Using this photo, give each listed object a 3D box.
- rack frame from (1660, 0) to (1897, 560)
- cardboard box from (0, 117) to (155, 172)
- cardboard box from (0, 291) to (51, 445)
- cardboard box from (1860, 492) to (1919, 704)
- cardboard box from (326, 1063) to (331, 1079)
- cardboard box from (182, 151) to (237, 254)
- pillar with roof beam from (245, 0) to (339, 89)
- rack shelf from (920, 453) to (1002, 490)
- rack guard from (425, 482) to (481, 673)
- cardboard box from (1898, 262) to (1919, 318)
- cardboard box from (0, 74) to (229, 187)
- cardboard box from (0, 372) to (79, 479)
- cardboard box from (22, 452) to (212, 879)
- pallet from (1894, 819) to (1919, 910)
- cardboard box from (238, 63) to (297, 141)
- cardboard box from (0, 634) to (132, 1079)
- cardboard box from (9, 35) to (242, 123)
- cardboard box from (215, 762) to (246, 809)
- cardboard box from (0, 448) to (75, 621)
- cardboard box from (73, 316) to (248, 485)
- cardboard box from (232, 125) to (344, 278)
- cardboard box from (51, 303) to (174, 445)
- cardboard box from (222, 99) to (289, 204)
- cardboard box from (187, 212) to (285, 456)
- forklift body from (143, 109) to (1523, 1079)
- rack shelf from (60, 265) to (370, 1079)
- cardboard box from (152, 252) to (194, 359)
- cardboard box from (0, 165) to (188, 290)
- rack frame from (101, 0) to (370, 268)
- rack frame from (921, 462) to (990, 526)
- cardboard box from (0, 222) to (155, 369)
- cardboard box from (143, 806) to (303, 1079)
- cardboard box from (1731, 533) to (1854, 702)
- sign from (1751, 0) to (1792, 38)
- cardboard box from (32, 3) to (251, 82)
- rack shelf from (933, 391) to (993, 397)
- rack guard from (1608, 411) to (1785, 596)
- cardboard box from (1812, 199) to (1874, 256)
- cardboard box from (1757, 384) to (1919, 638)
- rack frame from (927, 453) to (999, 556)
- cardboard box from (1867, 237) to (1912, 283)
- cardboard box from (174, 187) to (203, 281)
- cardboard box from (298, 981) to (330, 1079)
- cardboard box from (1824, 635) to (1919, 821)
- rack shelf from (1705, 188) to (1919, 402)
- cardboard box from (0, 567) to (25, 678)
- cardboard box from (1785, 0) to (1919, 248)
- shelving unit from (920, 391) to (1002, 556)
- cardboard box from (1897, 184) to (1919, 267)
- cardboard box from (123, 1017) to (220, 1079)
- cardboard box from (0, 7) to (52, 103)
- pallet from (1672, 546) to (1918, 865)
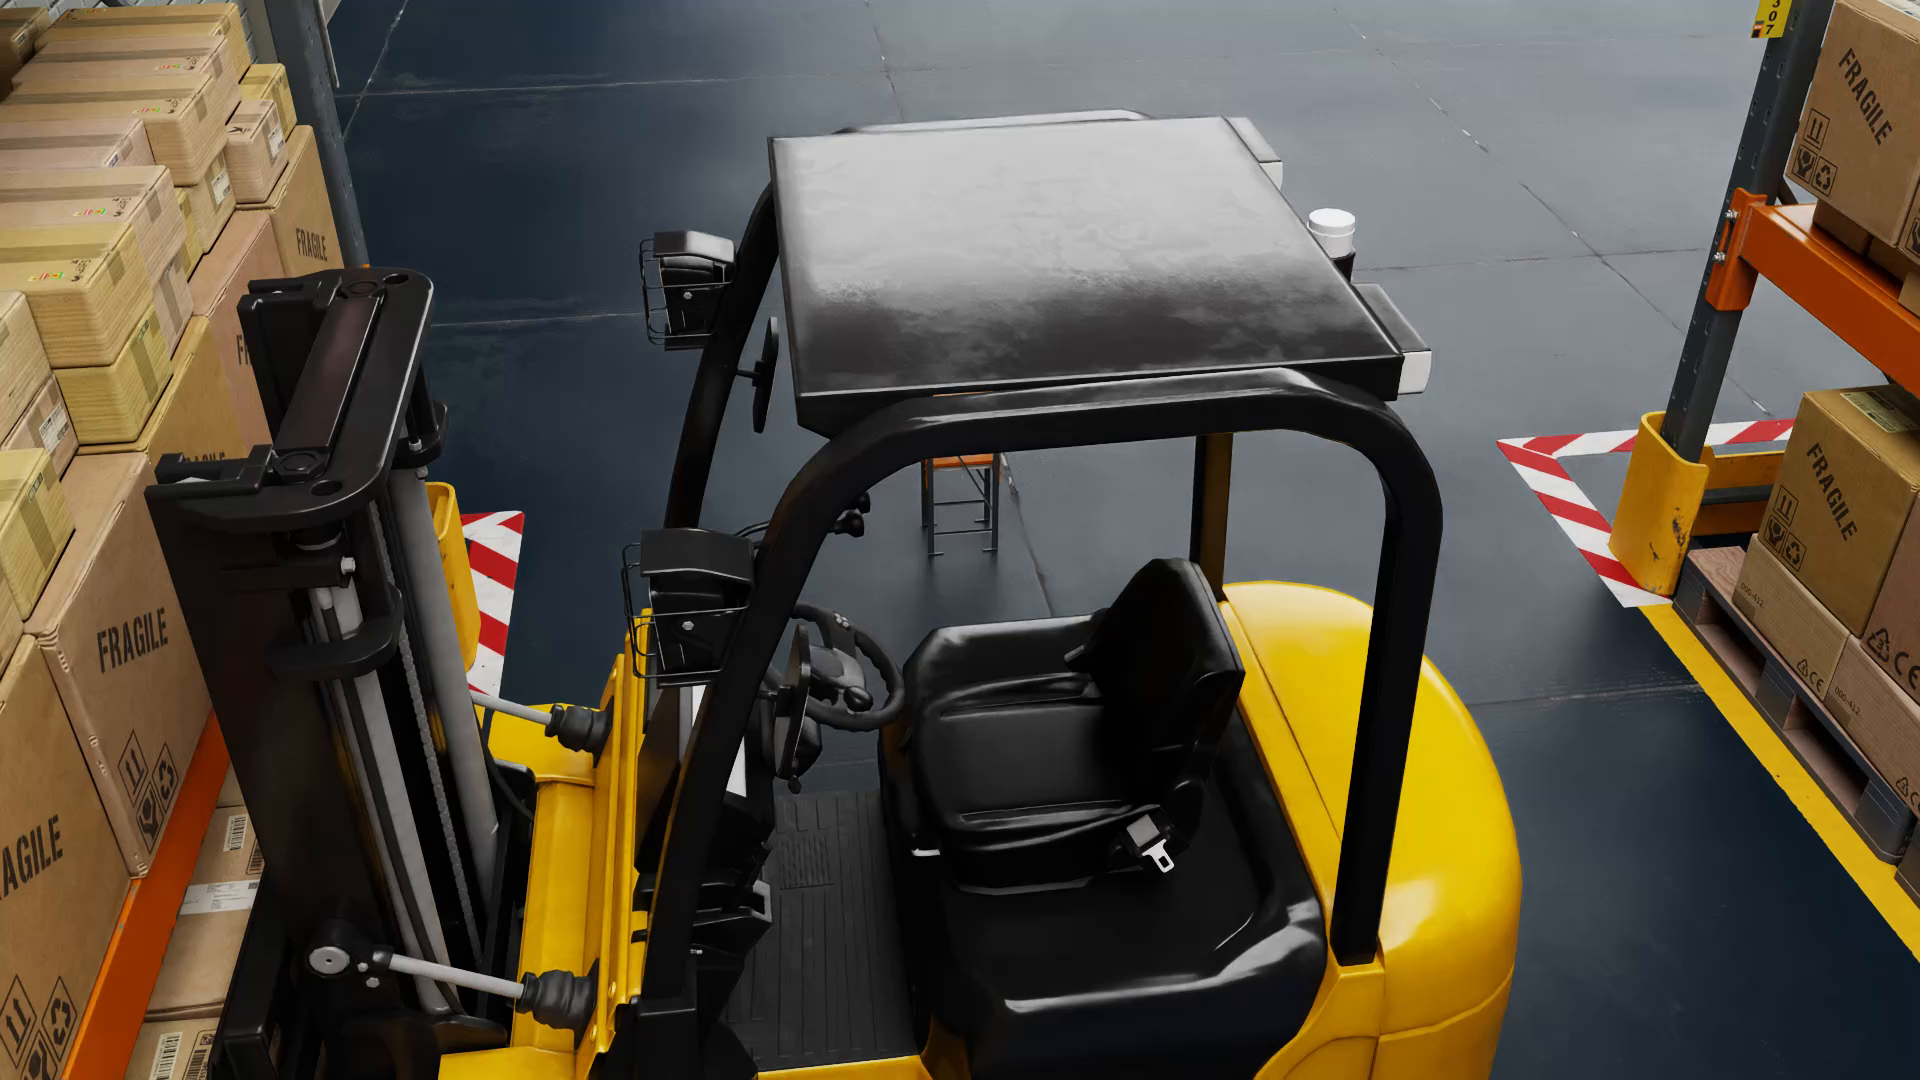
[{"bbox_3d":[2.812,-1.234,4.897,1.000,3.000,0.127,-4,35,-6],"label":"rack frame"},{"bbox_3d":[-1.763,-0.681,3.156,0.380,0.149,0.250,-4,34,-6],"label":"cardboard box"},{"bbox_3d":[-1.637,-0.249,2.523,0.380,0.149,0.250,-4,34,-6],"label":"cardboard box"},{"bbox_3d":[2.725,0.195,4.204,0.500,0.500,0.500,-6,35,-8],"label":"cardboard box"},{"bbox_3d":[-1.522,1.191,3.407,0.500,0.250,0.500,-3,34,-5],"label":"cardboard box"},{"bbox_3d":[-1.744,-0.703,3.454,0.380,0.149,0.250,-4,34,-5],"label":"cardboard box"},{"bbox_3d":[0.553,-6.552,7.374,9.100,9.000,0.400,-4,35,-6],"label":"pillar with roof beam"},{"bbox_3d":[-0.002,-0.269,5.584,0.258,0.103,0.180,-4,35,-6],"label":"rack shelf"},{"bbox_3d":[-2.109,0.164,5.066,1.175,0.500,0.348,-4,35,-6],"label":"rack guard"},{"bbox_3d":[2.656,-0.631,4.235,0.380,0.149,0.250,-5,35,-8],"label":"cardboard box"},{"bbox_3d":[-1.723,-0.825,3.368,0.380,0.149,0.250,-4,34,-5],"label":"cardboard box"},{"bbox_3d":[-1.641,-0.133,2.617,0.380,0.149,0.250,-5,35,-7],"label":"cardboard box"},{"bbox_3d":[-1.571,0.213,2.685,0.500,0.500,0.500,-4,34,-6],"label":"cardboard box"},{"bbox_3d":[3.057,1.096,3.954,1.003,0.211,1.213,-4,35,-6],"label":"pallet"},{"bbox_3d":[-1.782,-0.993,3.879,0.380,0.149,0.250,-4,34,-6],"label":"cardboard box"},{"bbox_3d":[-1.525,0.496,2.270,0.500,0.500,0.500,-5,35,-7],"label":"cardboard box"},{"bbox_3d":[-1.785,-0.969,3.579,0.380,0.149,0.250,-4,35,-6],"label":"cardboard box"},{"bbox_3d":[-1.583,0.492,3.545,0.500,0.250,0.500,-4,34,-6],"label":"cardboard box"},{"bbox_3d":[-1.539,0.005,2.415,0.380,0.149,0.250,-5,35,-7],"label":"cardboard box"},{"bbox_3d":[-1.650,-0.066,3.095,0.500,0.500,0.500,-5,35,-7],"label":"cardboard box"},{"bbox_3d":[-1.780,-0.643,3.940,0.500,0.500,0.500,-5,35,-7],"label":"cardboard box"},{"bbox_3d":[-1.585,-0.279,2.831,0.380,0.149,0.250,-4,34,-6],"label":"cardboard box"},{"bbox_3d":[-1.718,-0.853,3.673,0.380,0.149,0.250,-4,34,-6],"label":"cardboard box"},{"bbox_3d":[-1.719,-0.352,3.515,0.500,0.500,0.500,-3,34,-5],"label":"cardboard box"},{"bbox_3d":[-0.043,0.415,3.231,2.313,2.155,1.214,-4,35,-6],"label":"forklift body"},{"bbox_3d":[-1.837,0.557,2.907,1.077,0.370,4.000,-4,35,-6],"label":"rack shelf"},{"bbox_3d":[-1.639,-0.419,3.036,0.380,0.149,0.250,-5,35,-8],"label":"cardboard box"},{"bbox_3d":[-1.618,-0.544,2.955,0.380,0.149,0.250,-4,34,-5],"label":"cardboard box"},{"bbox_3d":[-2.106,-0.856,4.342,1.000,3.000,0.127,-4,35,-6],"label":"rack frame"},{"bbox_3d":[-0.014,-0.555,5.499,0.240,1.200,0.006,-4,35,-6],"label":"rack frame"},{"bbox_3d":[-1.578,-0.400,2.744,0.380,0.149,0.250,-4,34,-5],"label":"cardboard box"},{"bbox_3d":[-1.522,0.776,3.129,0.500,0.250,0.500,-5,35,-7],"label":"cardboard box"},{"bbox_3d":[2.646,0.200,4.862,0.500,0.250,0.500,-5,35,-7],"label":"cardboard box"},{"bbox_3d":[2.274,-1.551,4.593,0.100,0.325,0.005,-4,35,-6],"label":"sign"},{"bbox_3d":[-1.849,-1.104,3.778,0.380,0.149,0.250,-4,35,-6],"label":"cardboard box"},{"bbox_3d":[-0.002,-0.467,5.449,0.258,0.103,0.180,-4,35,-6],"label":"rack shelf"},{"bbox_3d":[2.822,-0.159,5.539,1.175,0.500,0.348,-4,35,-6],"label":"rack guard"},{"bbox_3d":[2.653,-0.925,4.667,0.380,0.149,0.250,-4,35,-6],"label":"cardboard box"},{"bbox_3d":[2.650,-0.097,4.631,0.500,0.500,0.500,-5,35,-8],"label":"cardboard box"},{"bbox_3d":[0.010,-0.453,5.349,0.240,1.200,0.006,-4,35,-6],"label":"rack frame"},{"bbox_3d":[2.701,-0.785,4.461,0.380,0.149,0.250,-4,34,-6],"label":"cardboard box"},{"bbox_3d":[-1.722,-0.564,3.249,0.380,0.149,0.250,-5,35,-7],"label":"cardboard box"},{"bbox_3d":[-1.520,0.995,3.251,0.500,0.250,0.500,-4,35,-7],"label":"cardboard box"},{"bbox_3d":[2.708,0.485,4.443,0.500,0.250,0.500,-3,34,-5],"label":"cardboard box"},{"bbox_3d":[3.081,0.179,3.462,1.077,0.370,4.000,-4,35,-6],"label":"rack shelf"},{"bbox_3d":[-1.494,0.153,2.198,0.380,0.149,0.250,-5,35,-8],"label":"cardboard box"},{"bbox_3d":[2.601,-1.113,4.366,0.500,0.500,0.500,-5,35,-7],"label":"cardboard box"},{"bbox_3d":[-0.002,-0.504,5.424,0.258,1.200,0.189,-4,35,-6],"label":"shelving unit"},{"bbox_3d":[2.674,-0.824,3.943,0.500,0.500,0.500,-3,34,-5],"label":"cardboard box"},{"bbox_3d":[-1.459,1.069,2.698,0.500,0.250,0.500,-3,34,-5],"label":"cardboard box"},{"bbox_3d":[-2.273,-1.085,3.749,0.380,0.149,0.250,-5,35,-7],"label":"cardboard box"},{"bbox_3d":[2.896,0.417,4.951,1.003,0.211,1.213,-4,35,-6],"label":"pallet"}]
